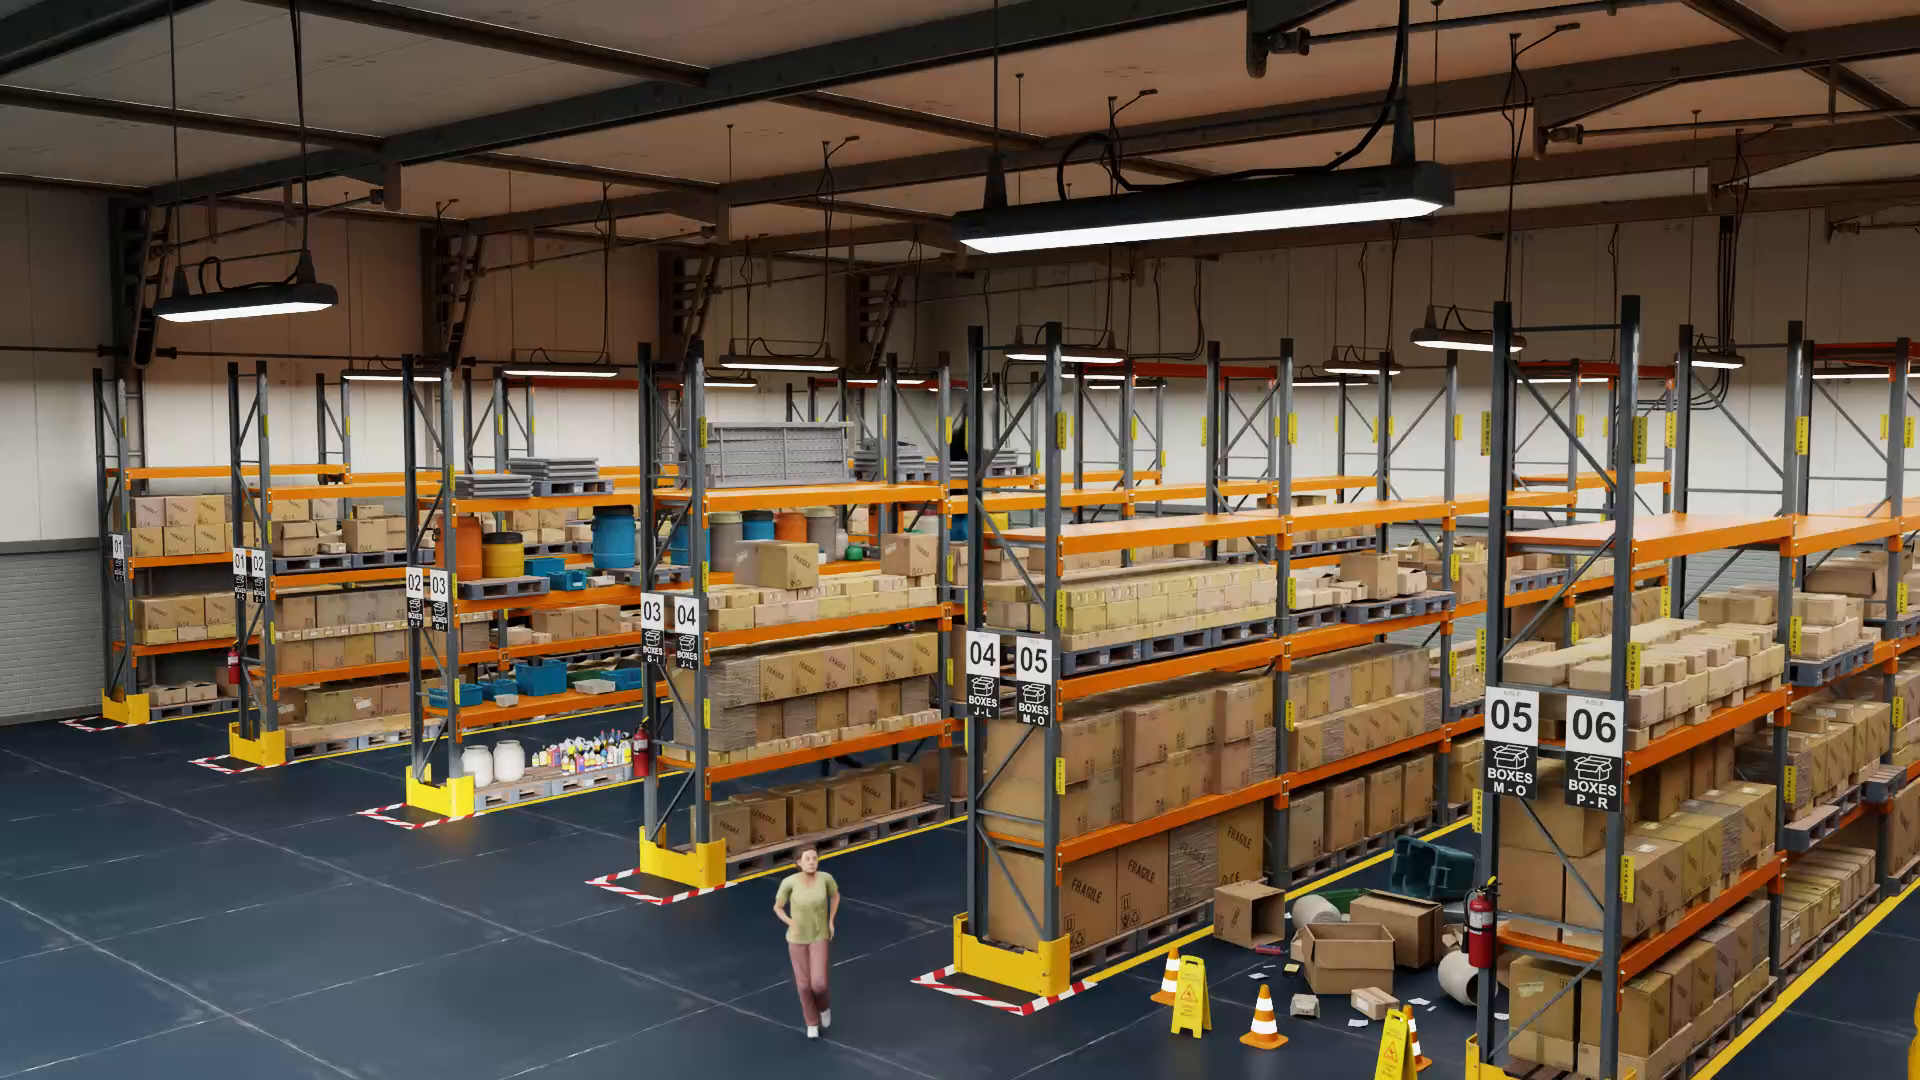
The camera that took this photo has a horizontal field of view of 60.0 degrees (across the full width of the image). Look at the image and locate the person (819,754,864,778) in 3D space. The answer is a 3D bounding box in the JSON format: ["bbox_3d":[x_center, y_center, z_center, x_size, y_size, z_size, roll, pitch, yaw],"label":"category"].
[{"bbox_3d":[-1.678,2.737,22.913,0.571,1.548,0.914,4,6,45],"label":"person"}]

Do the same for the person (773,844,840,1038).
[{"bbox_3d":[-1.259,3.331,13.778,0.565,1.639,0.539,-1,4,-9],"label":"person"}]
